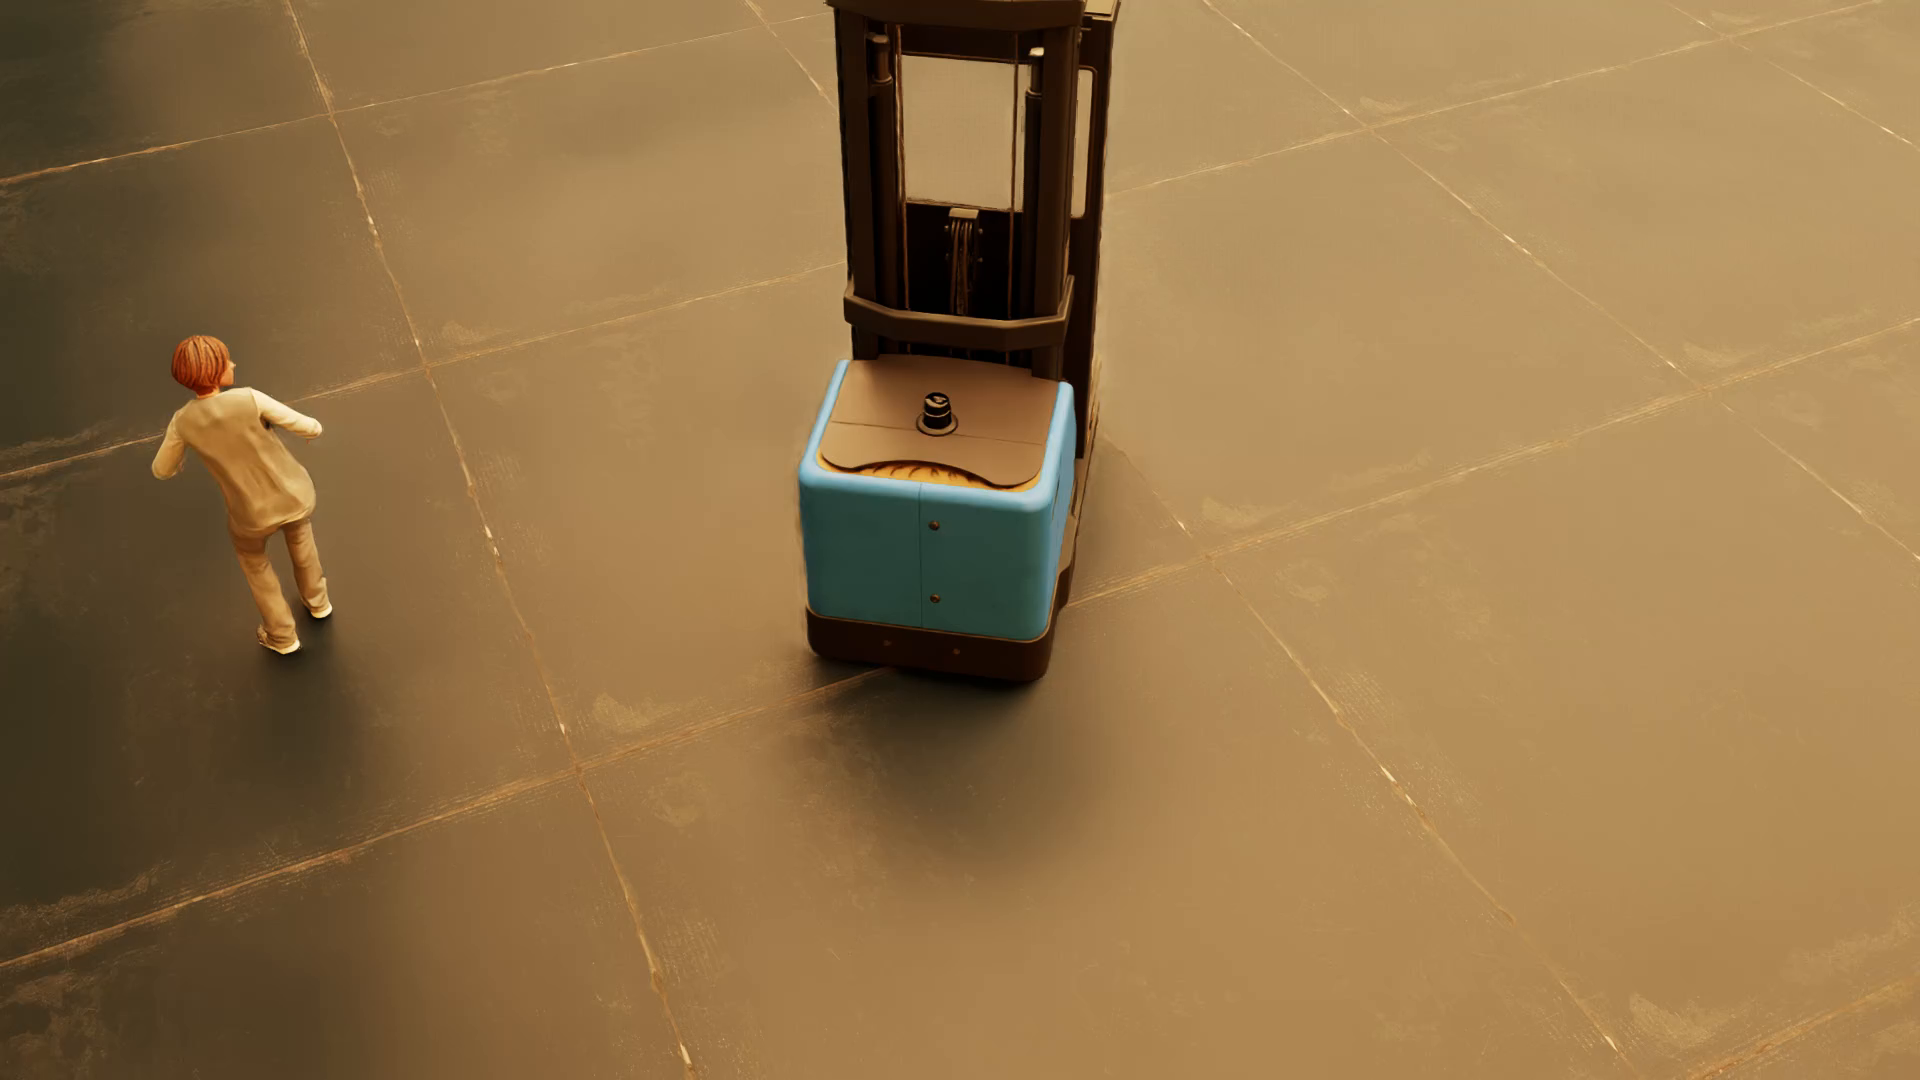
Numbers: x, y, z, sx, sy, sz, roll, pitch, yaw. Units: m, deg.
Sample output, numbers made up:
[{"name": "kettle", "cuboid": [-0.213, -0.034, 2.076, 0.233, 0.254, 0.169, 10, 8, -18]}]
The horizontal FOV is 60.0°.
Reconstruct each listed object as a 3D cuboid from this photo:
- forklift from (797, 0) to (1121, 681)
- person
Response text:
[{"name": "forklift", "cuboid": [0.094, -1.485, 7.271, 1.130, 2.935, 3.031, 7, 43, 7]}, {"name": "person", "cuboid": [-2.955, -0.205, 6.956, 0.657, 1.549, 0.570, -22, 47, -22]}]
